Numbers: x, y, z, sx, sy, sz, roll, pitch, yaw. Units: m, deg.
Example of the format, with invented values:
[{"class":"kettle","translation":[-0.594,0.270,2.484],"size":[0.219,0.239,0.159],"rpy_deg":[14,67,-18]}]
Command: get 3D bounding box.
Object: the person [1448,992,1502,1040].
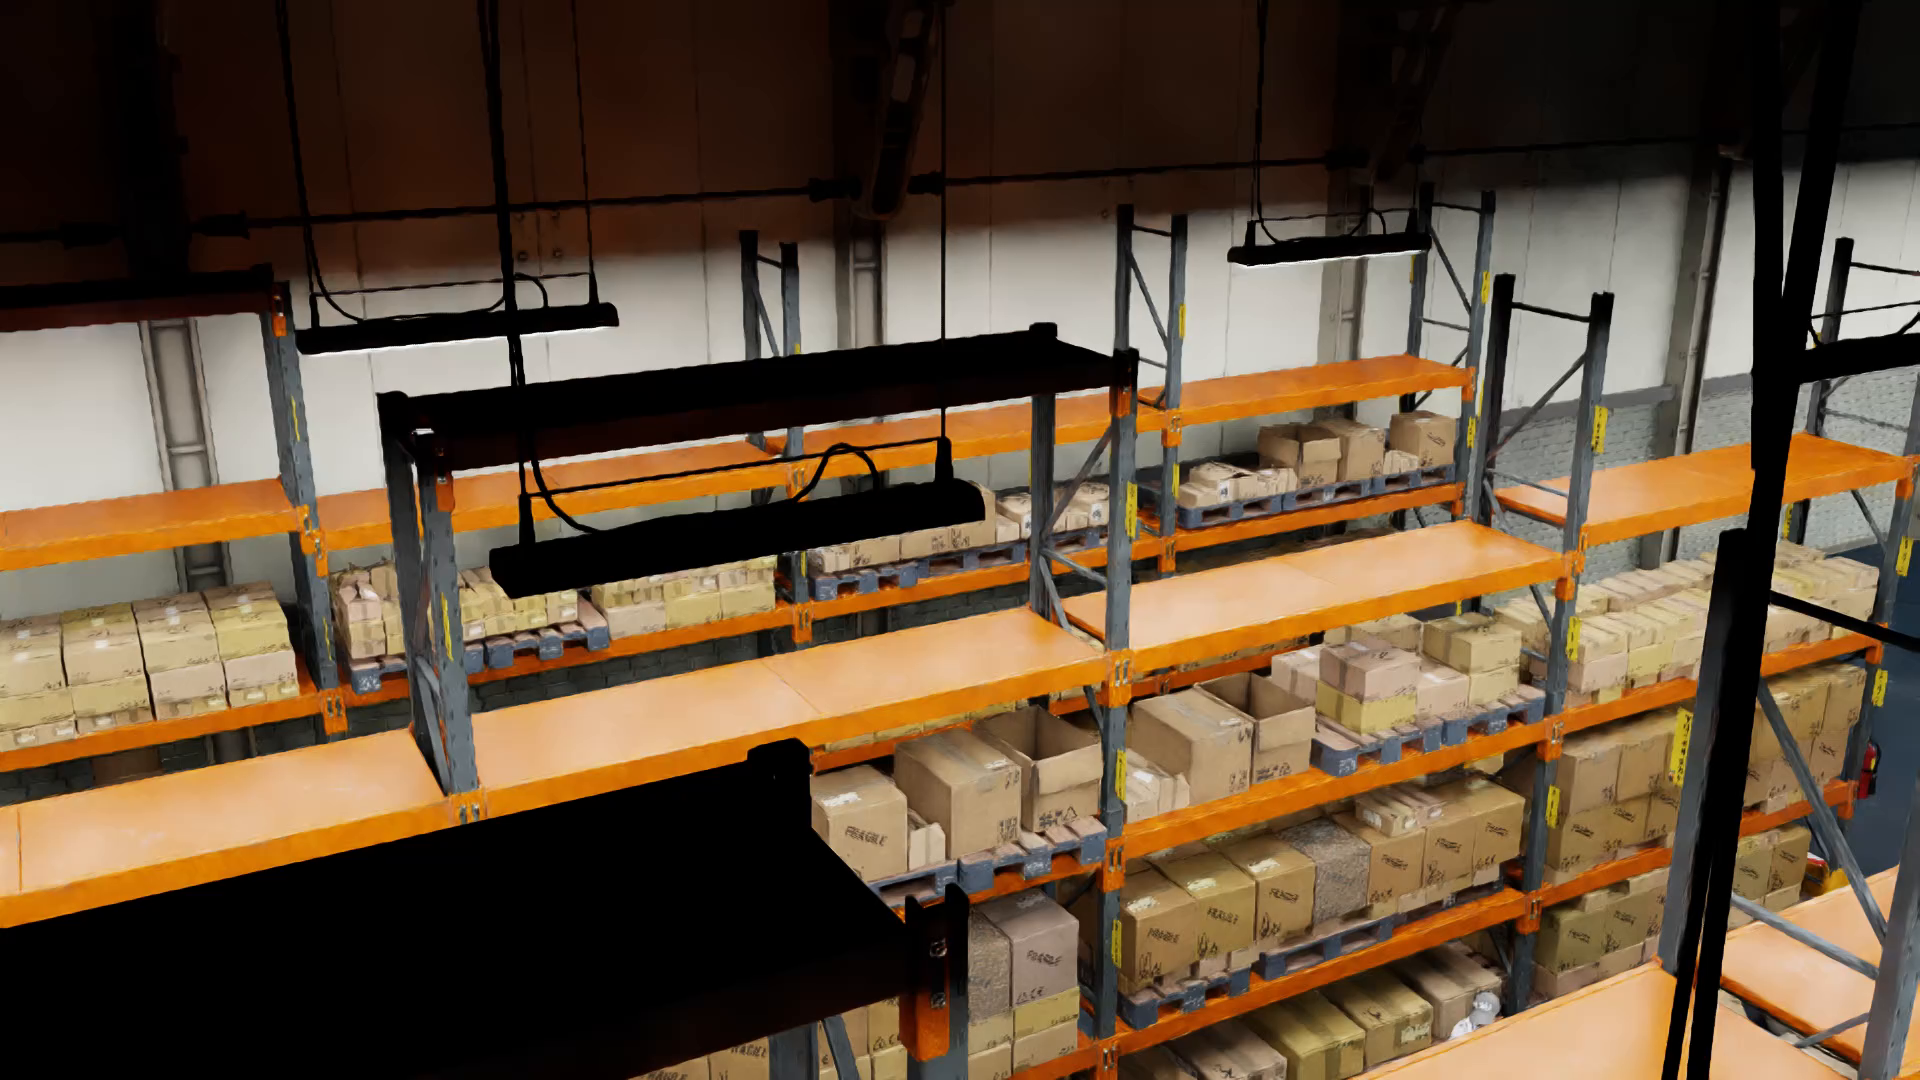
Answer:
[{"class":"person","translation":[3.511,3.802,11.265],"size":[0.598,1.658,0.555],"rpy_deg":[-1,18,-2]}]
